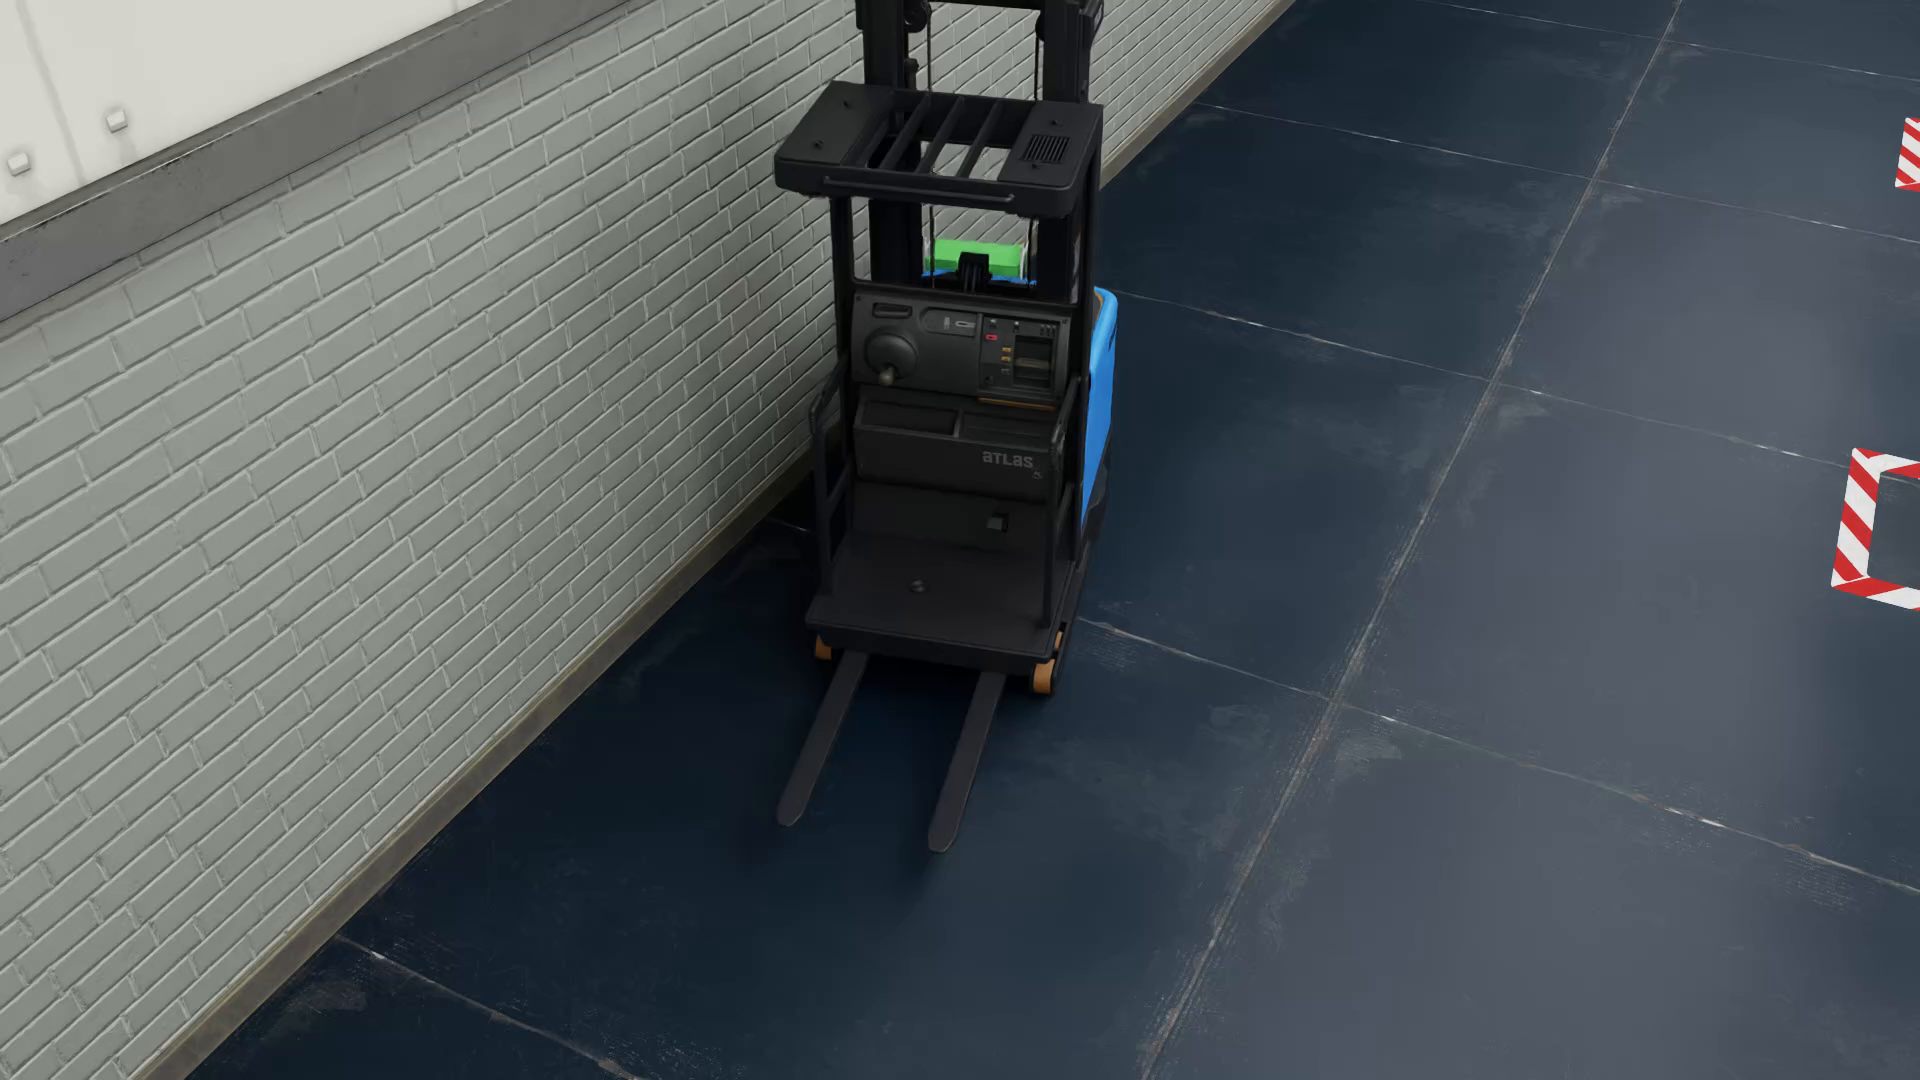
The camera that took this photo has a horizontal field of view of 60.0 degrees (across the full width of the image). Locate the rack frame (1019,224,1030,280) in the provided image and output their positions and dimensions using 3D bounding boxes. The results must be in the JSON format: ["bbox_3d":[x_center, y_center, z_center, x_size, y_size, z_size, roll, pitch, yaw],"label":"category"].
[{"bbox_3d":[0.326,-1.039,8.641,0.015,1.200,0.240,7,36,9],"label":"rack frame"}]

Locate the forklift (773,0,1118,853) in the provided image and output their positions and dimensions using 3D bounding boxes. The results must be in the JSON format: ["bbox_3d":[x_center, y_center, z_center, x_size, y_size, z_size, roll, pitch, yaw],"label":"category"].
[{"bbox_3d":[-0.047,-0.737,6.816,1.130,2.935,3.031,8,38,10],"label":"forklift"}]

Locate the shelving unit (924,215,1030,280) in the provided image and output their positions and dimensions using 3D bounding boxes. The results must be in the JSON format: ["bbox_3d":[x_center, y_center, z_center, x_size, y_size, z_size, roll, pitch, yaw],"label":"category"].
[{"bbox_3d":[0.087,-1.068,8.679,0.503,1.200,0.258,7,36,9],"label":"shelving unit"}]

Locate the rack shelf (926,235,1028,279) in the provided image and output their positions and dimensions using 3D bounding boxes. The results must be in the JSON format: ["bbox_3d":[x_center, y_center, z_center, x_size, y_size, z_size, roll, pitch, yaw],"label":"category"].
[{"bbox_3d":[0.089,-1.405,8.435,0.480,0.148,0.258,7,36,9],"label":"rack shelf"}]

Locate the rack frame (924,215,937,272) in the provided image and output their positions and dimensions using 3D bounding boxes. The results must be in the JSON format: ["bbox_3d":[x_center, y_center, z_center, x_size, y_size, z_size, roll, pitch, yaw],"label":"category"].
[{"bbox_3d":[-0.153,-1.097,8.718,0.015,1.200,0.240,7,36,9],"label":"rack frame"}]
